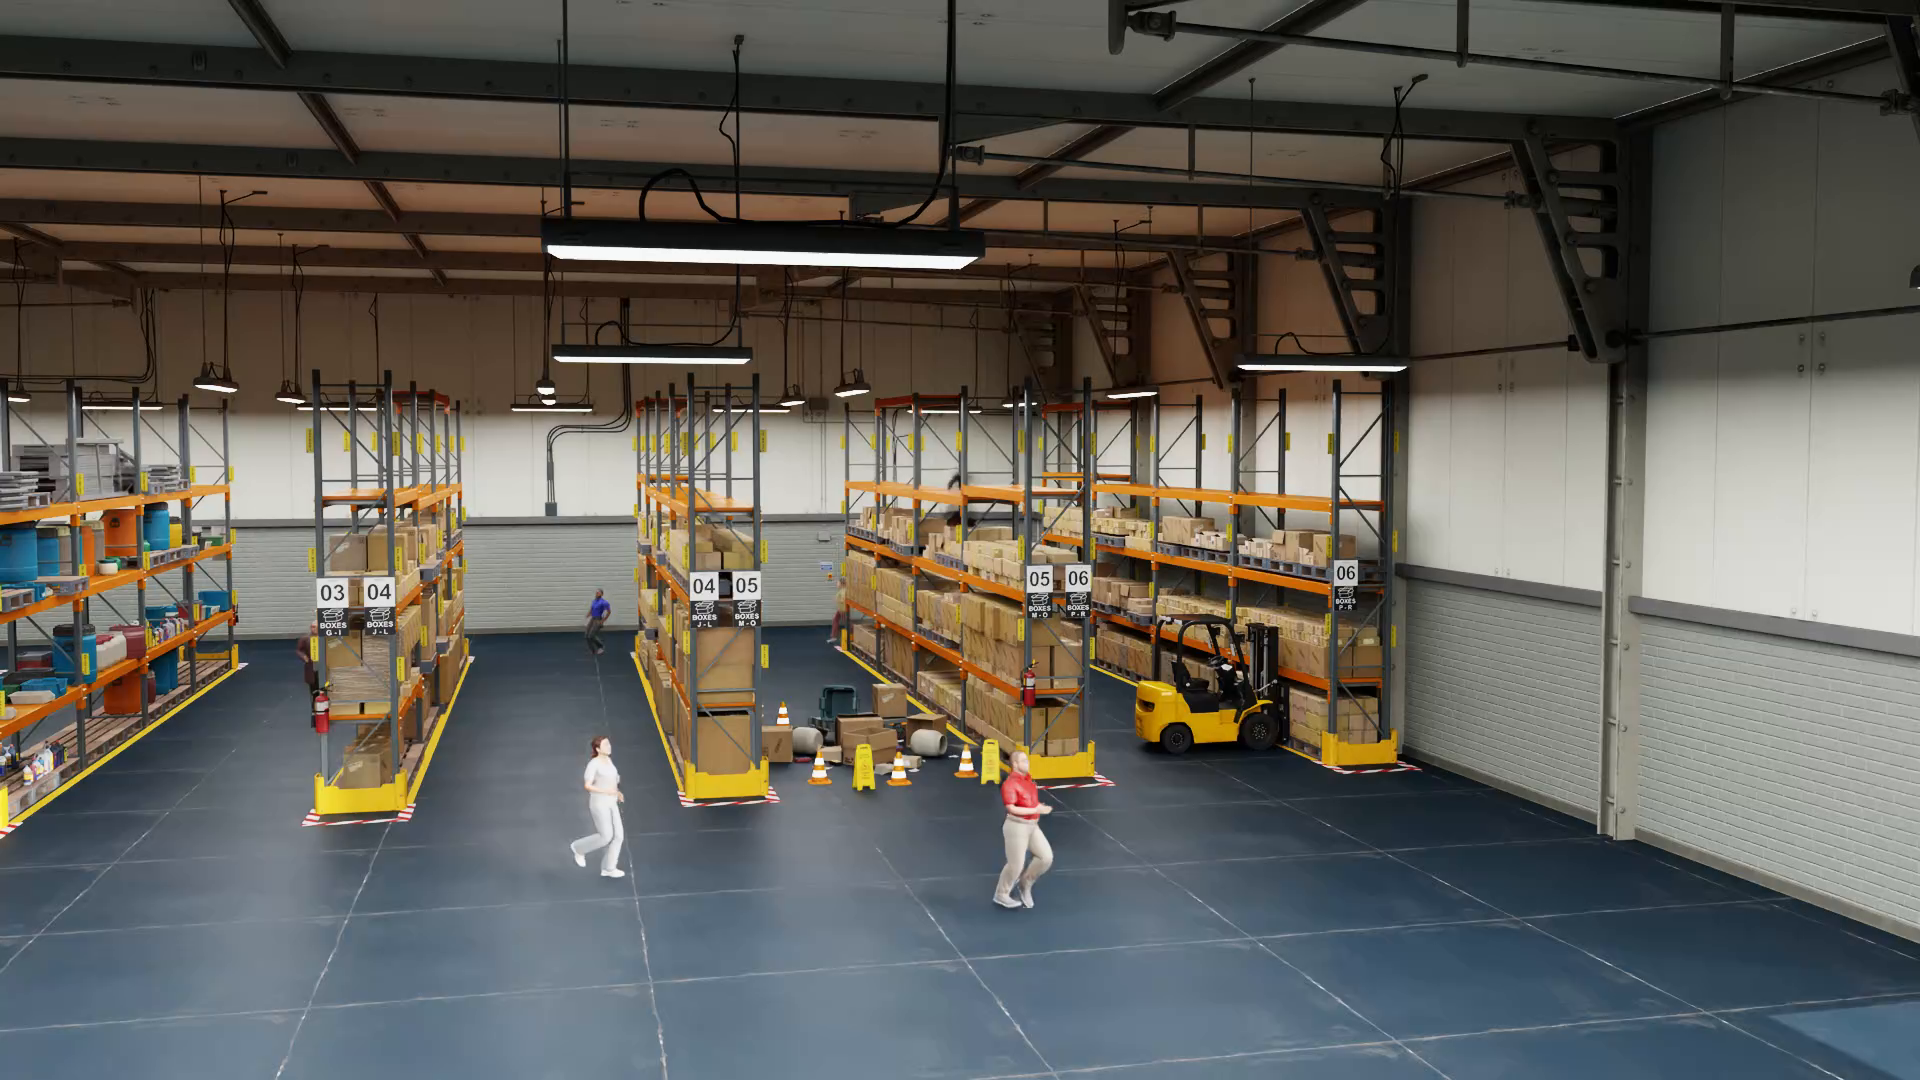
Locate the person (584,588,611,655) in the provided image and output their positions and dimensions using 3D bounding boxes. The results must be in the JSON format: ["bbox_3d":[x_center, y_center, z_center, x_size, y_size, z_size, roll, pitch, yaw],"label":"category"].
[{"bbox_3d":[-8.630,1.937,39.379,0.598,1.582,0.490,3,5,43],"label":"person"}]

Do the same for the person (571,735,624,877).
[{"bbox_3d":[-4.168,3.070,19.262,0.685,1.633,0.558,1,4,21],"label":"person"}]

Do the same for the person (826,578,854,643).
[{"bbox_3d":[-2.904,1.772,41.671,0.872,1.658,0.637,0,3,-8],"label":"person"}]

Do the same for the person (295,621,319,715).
[{"bbox_3d":[-11.676,2.371,30.169,0.707,1.838,0.891,-1,3,-17],"label":"person"}]

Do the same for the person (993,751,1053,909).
[{"bbox_3d":[0.692,3.120,17.826,0.692,1.728,0.641,2,4,33],"label":"person"}]
